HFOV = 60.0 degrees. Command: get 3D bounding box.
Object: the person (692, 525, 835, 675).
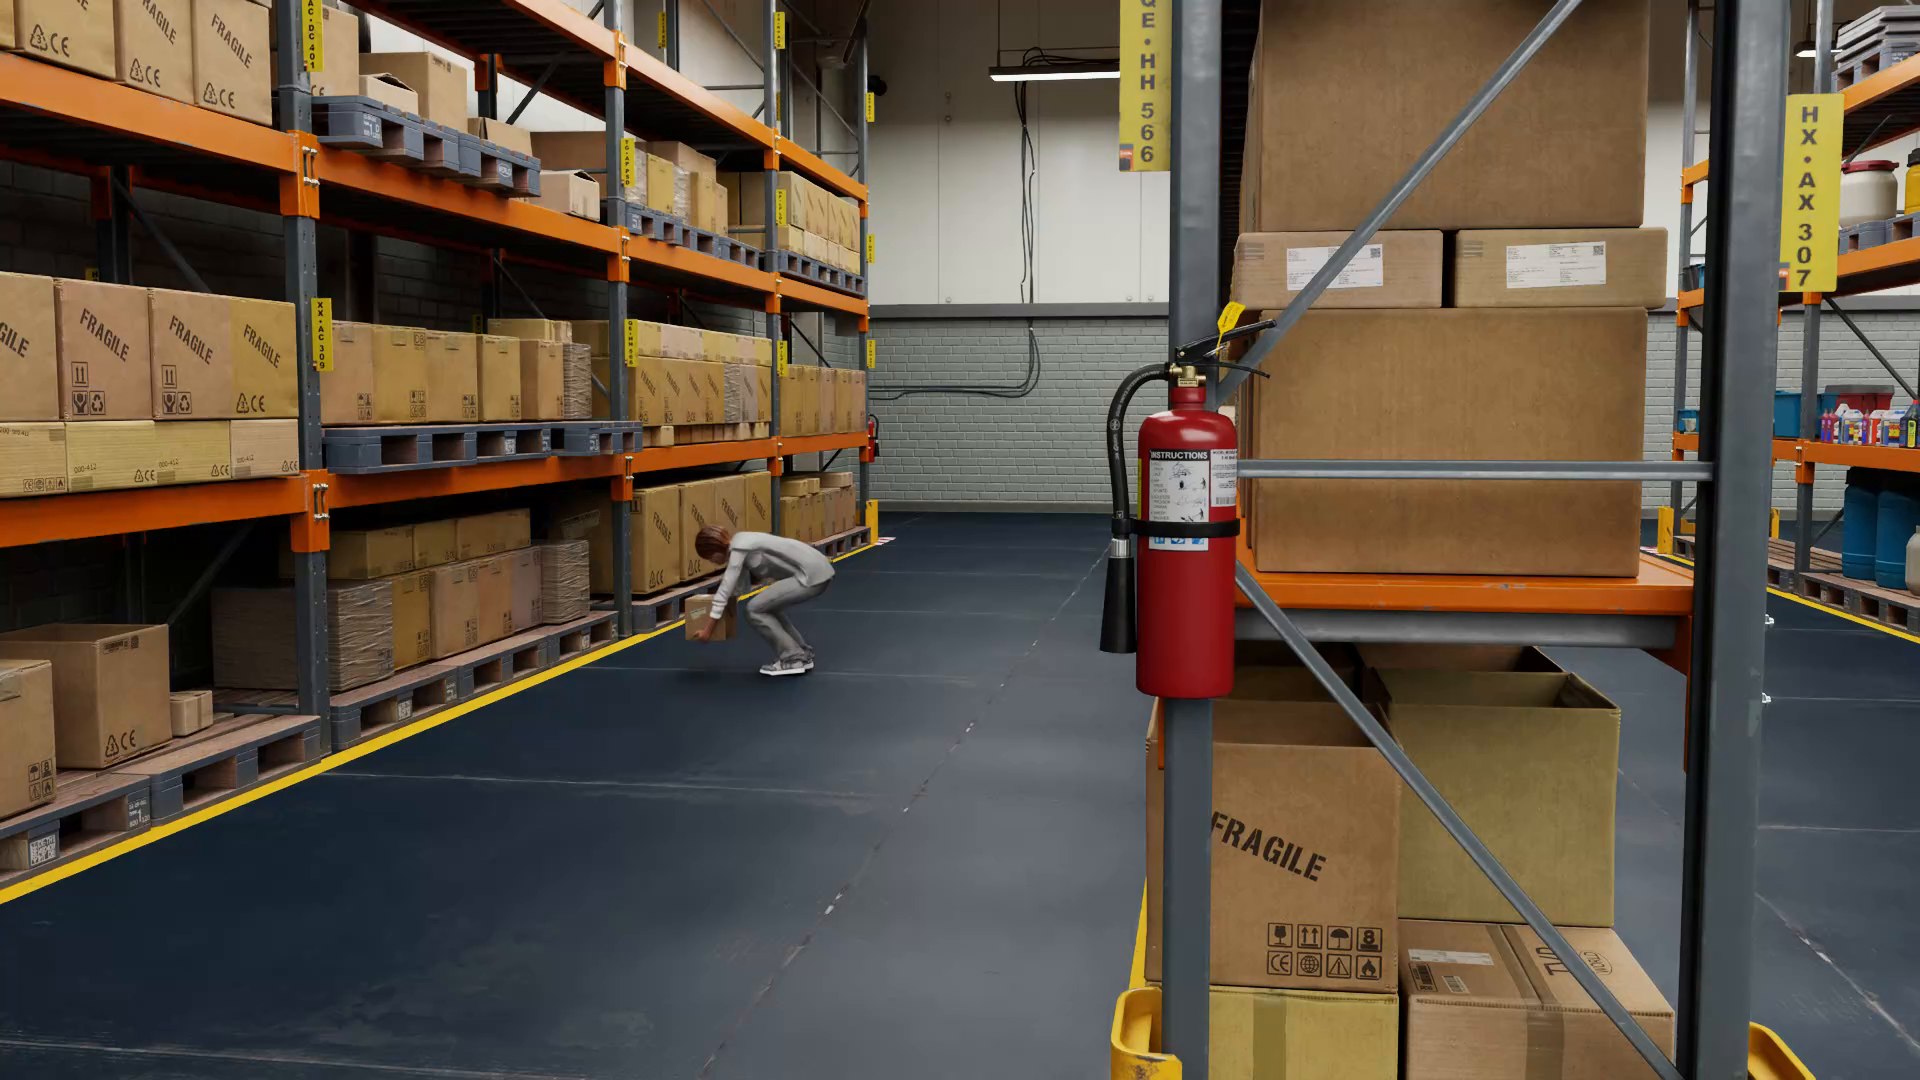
[{"bbox_3d":[-1.180,0.361,10.056,0.849,0.892,0.430,1,5,7],"label":"person"}]
